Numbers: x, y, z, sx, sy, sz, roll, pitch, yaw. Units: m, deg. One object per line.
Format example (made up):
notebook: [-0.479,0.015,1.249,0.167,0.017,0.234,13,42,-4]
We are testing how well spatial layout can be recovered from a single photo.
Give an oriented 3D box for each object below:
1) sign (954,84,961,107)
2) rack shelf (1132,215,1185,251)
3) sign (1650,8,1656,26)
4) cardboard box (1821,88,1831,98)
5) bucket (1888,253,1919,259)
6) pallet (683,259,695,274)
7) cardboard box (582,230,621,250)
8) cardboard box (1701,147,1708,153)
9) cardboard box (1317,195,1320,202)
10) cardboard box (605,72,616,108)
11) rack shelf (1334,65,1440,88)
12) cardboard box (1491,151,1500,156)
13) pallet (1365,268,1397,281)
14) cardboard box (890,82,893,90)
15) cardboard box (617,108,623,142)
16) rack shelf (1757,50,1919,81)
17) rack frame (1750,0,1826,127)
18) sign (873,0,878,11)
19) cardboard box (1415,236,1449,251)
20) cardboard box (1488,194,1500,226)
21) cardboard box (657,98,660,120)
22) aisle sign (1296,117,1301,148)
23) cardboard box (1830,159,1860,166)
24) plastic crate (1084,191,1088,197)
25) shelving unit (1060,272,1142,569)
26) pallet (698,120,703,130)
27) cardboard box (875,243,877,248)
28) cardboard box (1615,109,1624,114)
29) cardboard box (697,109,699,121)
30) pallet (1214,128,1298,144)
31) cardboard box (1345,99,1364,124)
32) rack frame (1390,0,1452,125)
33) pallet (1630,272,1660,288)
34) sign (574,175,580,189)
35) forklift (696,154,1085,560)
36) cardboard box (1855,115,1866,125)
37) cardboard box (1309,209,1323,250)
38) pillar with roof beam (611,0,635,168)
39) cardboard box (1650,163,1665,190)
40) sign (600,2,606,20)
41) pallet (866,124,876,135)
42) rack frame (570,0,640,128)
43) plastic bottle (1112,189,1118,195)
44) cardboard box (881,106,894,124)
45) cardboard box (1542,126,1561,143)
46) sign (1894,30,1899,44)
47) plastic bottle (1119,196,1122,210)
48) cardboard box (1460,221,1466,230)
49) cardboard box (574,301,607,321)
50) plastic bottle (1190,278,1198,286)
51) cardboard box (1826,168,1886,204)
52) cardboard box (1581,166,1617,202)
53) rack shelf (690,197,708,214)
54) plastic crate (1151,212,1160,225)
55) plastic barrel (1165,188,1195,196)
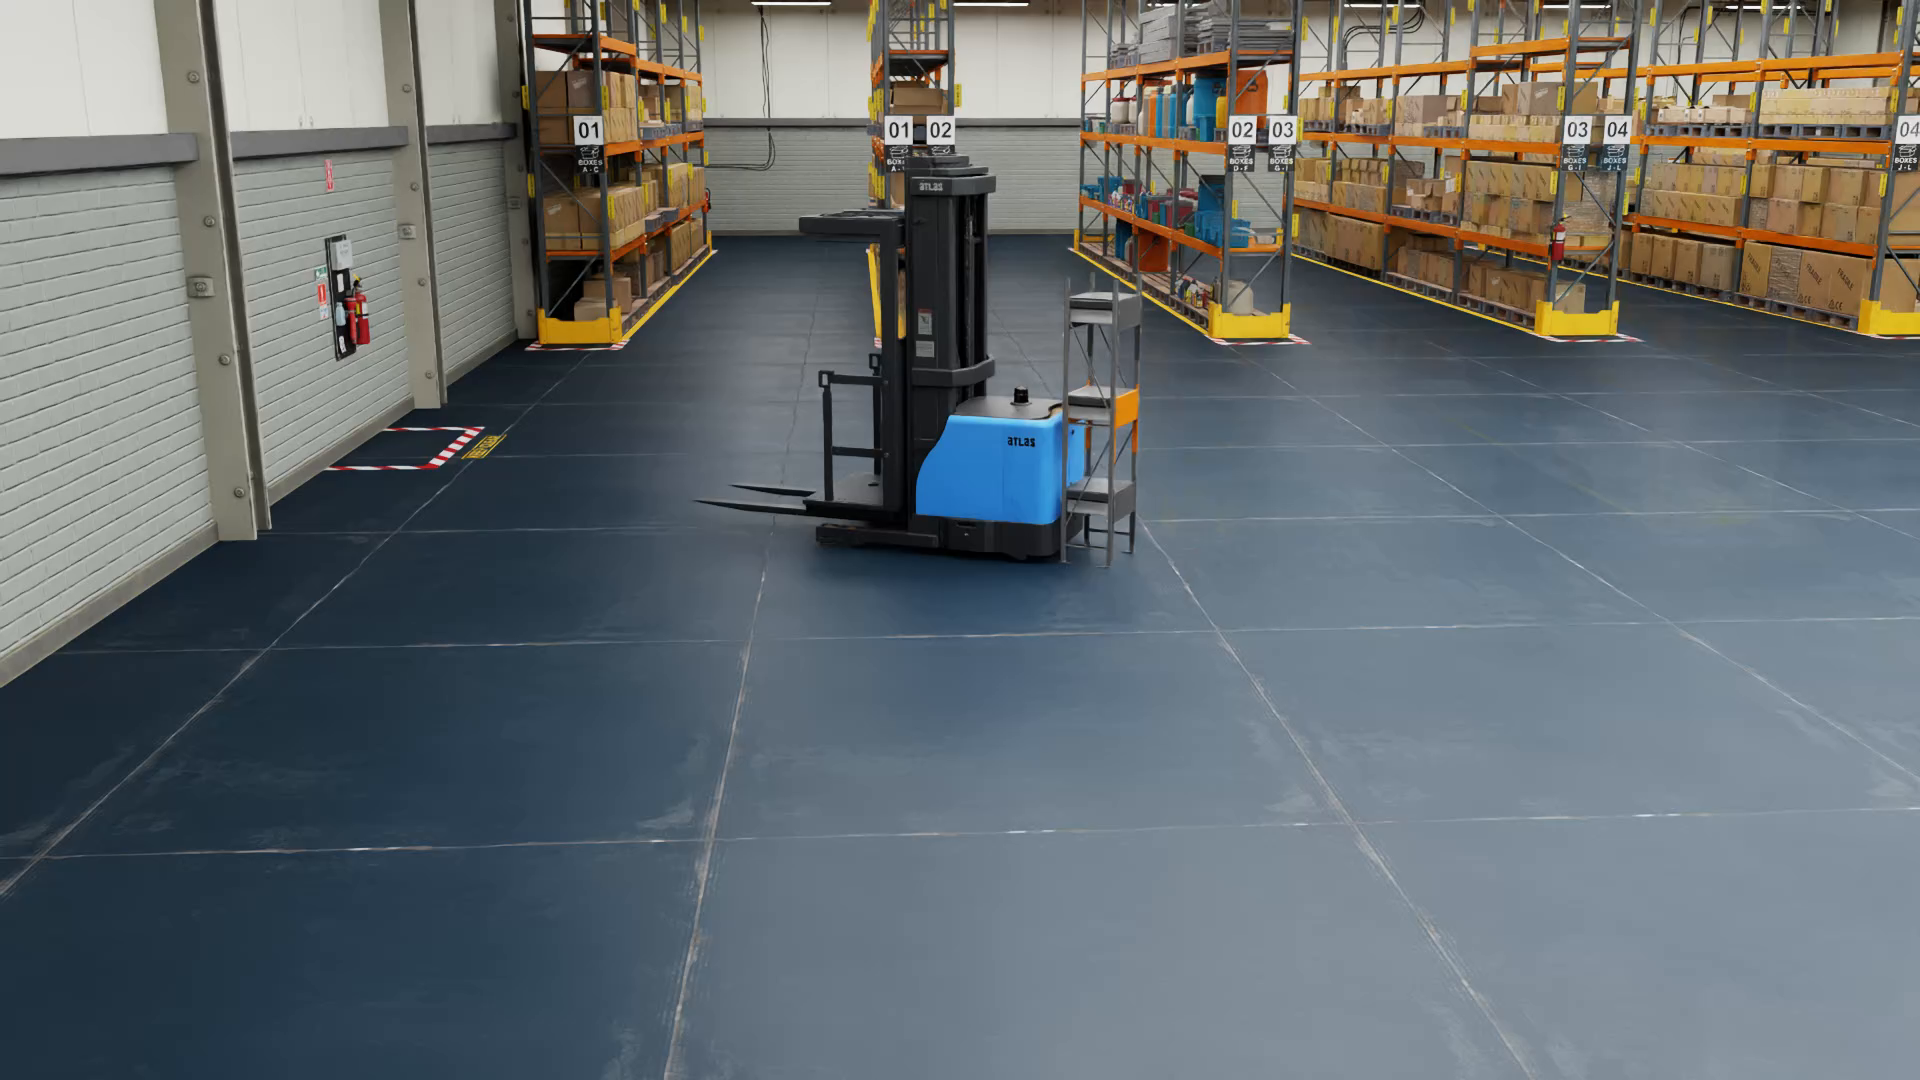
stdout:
sign: [-0.029,-6.322,23.645,0.100,0.325,0.005,-1,14,-3]
rack shelf: [3.989,-5.620,30.293,1.077,0.370,4.000,-1,14,-3]
sign: [13.224,-9.979,31.718,0.100,0.325,0.005,-1,14,-3]
cardboard box: [13.807,-7.031,26.174,0.380,0.149,0.250,-1,14,-3]
bucket: [16.323,-4.752,28.993,0.726,0.611,0.620,4,5,16]
pallet: [-6.148,-5.767,35.015,1.003,0.211,1.213,-1,14,-3]
cardboard box: [-5.240,-4.387,24.317,0.500,0.250,0.500,-1,14,-5]
cardboard box: [17.939,-9.309,39.677,0.380,0.149,0.250,0,14,-2]
cardboard box: [8.183,-7.614,37.104,0.380,0.149,0.250,-1,14,-4]
cardboard box: [-5.289,-6.543,24.171,0.500,0.500,0.500,-1,14,-4]
rack shelf: [8.685,-9.403,33.759,1.077,0.370,4.000,-1,14,-3]
cardboard box: [13.033,-9.144,39.743,0.500,0.500,0.500,-1,14,-4]
pallet: [8.835,-5.389,33.548,1.003,0.211,1.213,-1,14,-3]
cardboard box: [-1.100,-8.484,31.755,0.500,0.500,0.500,-1,14,-3]
cardboard box: [-5.332,-6.184,24.782,0.500,0.500,0.500,0,14,-1]
rack shelf: [14.137,-7.465,26.226,1.077,0.370,4.000,-1,14,-3]
rack frame: [14.013,-8.504,28.020,1.000,3.000,0.127,-1,14,-3]
sign: [-1.372,-8.780,27.059,0.100,0.325,0.005,-1,14,-3]
cardboard box: [8.923,-5.610,31.439,0.500,0.250,0.500,1,14,3]
cardboard box: [9.150,-5.379,27.117,0.875,0.500,0.500,-1,14,-3]
cardboard box: [-6.217,-8.416,32.611,0.700,0.500,0.500,0,14,-1]
aisle sign: [8.009,-9.804,39.894,0.394,0.787,0.004,-1,14,-3]
cardboard box: [18.342,-7.604,34.352,0.500,0.500,0.500,-1,14,-3]
plastic crate: [3.036,-8.041,38.666,0.250,0.136,0.298,-1,14,-3]
shelving unit: [1.035,-0.882,12.239,0.431,2.100,0.503,7,16,25]
pallet: [-6.462,-9.528,38.196,1.003,0.211,1.213,-1,14,-3]
cardboard box: [-1.540,-6.264,35.484,0.500,0.500,0.500,-2,15,-6]
cardboard box: [13.432,-8.357,33.267,0.500,0.500,0.500,-1,14,-3]
cardboard box: [-6.175,-9.627,37.660,0.500,0.250,0.500,-1,14,-6]
pallet: [4.407,-6.045,24.859,1.003,0.211,1.213,-1,14,-3]
cardboard box: [8.607,-9.098,35.302,0.700,0.500,0.500,-1,14,-2]
rack frame: [8.809,-9.448,31.687,1.000,3.000,0.127,-1,14,-3]
pallet: [13.739,-5.046,32.215,1.003,0.211,1.213,-1,14,-3]
sign: [-6.329,-5.869,27.495,0.100,0.325,0.005,-1,14,-3]
forklift: [-0.589,-1.472,12.864,3.031,2.935,1.130,5,15,19]
cardboard box: [13.871,-6.391,25.287,0.380,0.149,0.250,-1,14,-3]
cardboard box: [8.544,-7.101,38.026,0.875,0.875,0.875,-1,14,-3]
pillar with roof beam: [-2.881,-10.440,35.544,9.100,9.000,0.400,-1,14,-3]
cardboard box: [13.783,-7.015,32.062,0.700,0.500,0.500,-1,14,-4]
sign: [-6.576,-9.738,30.622,0.100,0.325,0.005,-1,14,-3]
pallet: [-1.289,-8.326,33.722,1.213,0.211,1.003,-1,14,-3]
rack frame: [-5.775,-8.224,26.929,1.000,3.000,0.127,-1,14,-3]
plastic bottle: [3.318,-7.334,35.611,0.144,0.351,0.185,-1,14,-3]
cardboard box: [-0.918,-6.334,24.783,0.500,0.250,0.500,-1,14,-3]
cardboard box: [9.021,-6.049,24.797,0.500,0.250,0.500,-1,14,-2]
sign: [22.616,-12.150,40.157,0.100,0.325,0.005,-1,14,-3]
plastic bottle: [3.323,-6.936,34.222,0.097,0.271,0.097,0,14,0]
cardboard box: [8.770,-5.368,28.373,0.380,0.149,0.250,-1,14,-3]
cardboard box: [-5.480,-3.408,24.764,0.500,0.311,0.500,-3,15,-10]
plastic bottle: [3.893,-4.196,27.749,0.144,0.351,0.185,-1,14,-3]
cardboard box: [14.251,-5.569,26.184,0.875,0.550,0.550,-1,14,-3]
cardboard box: [9.542,-5.370,25.075,0.500,0.500,0.500,-1,14,-3]
rack shelf: [-6.394,-7.457,37.432,1.077,0.370,4.000,-1,14,-3]
plastic crate: [3.723,-5.797,29.963,0.450,0.188,0.662,-1,14,-3]
plastic barrel: [4.196,-6.421,31.690,0.600,0.536,0.708,-1,14,-3]
